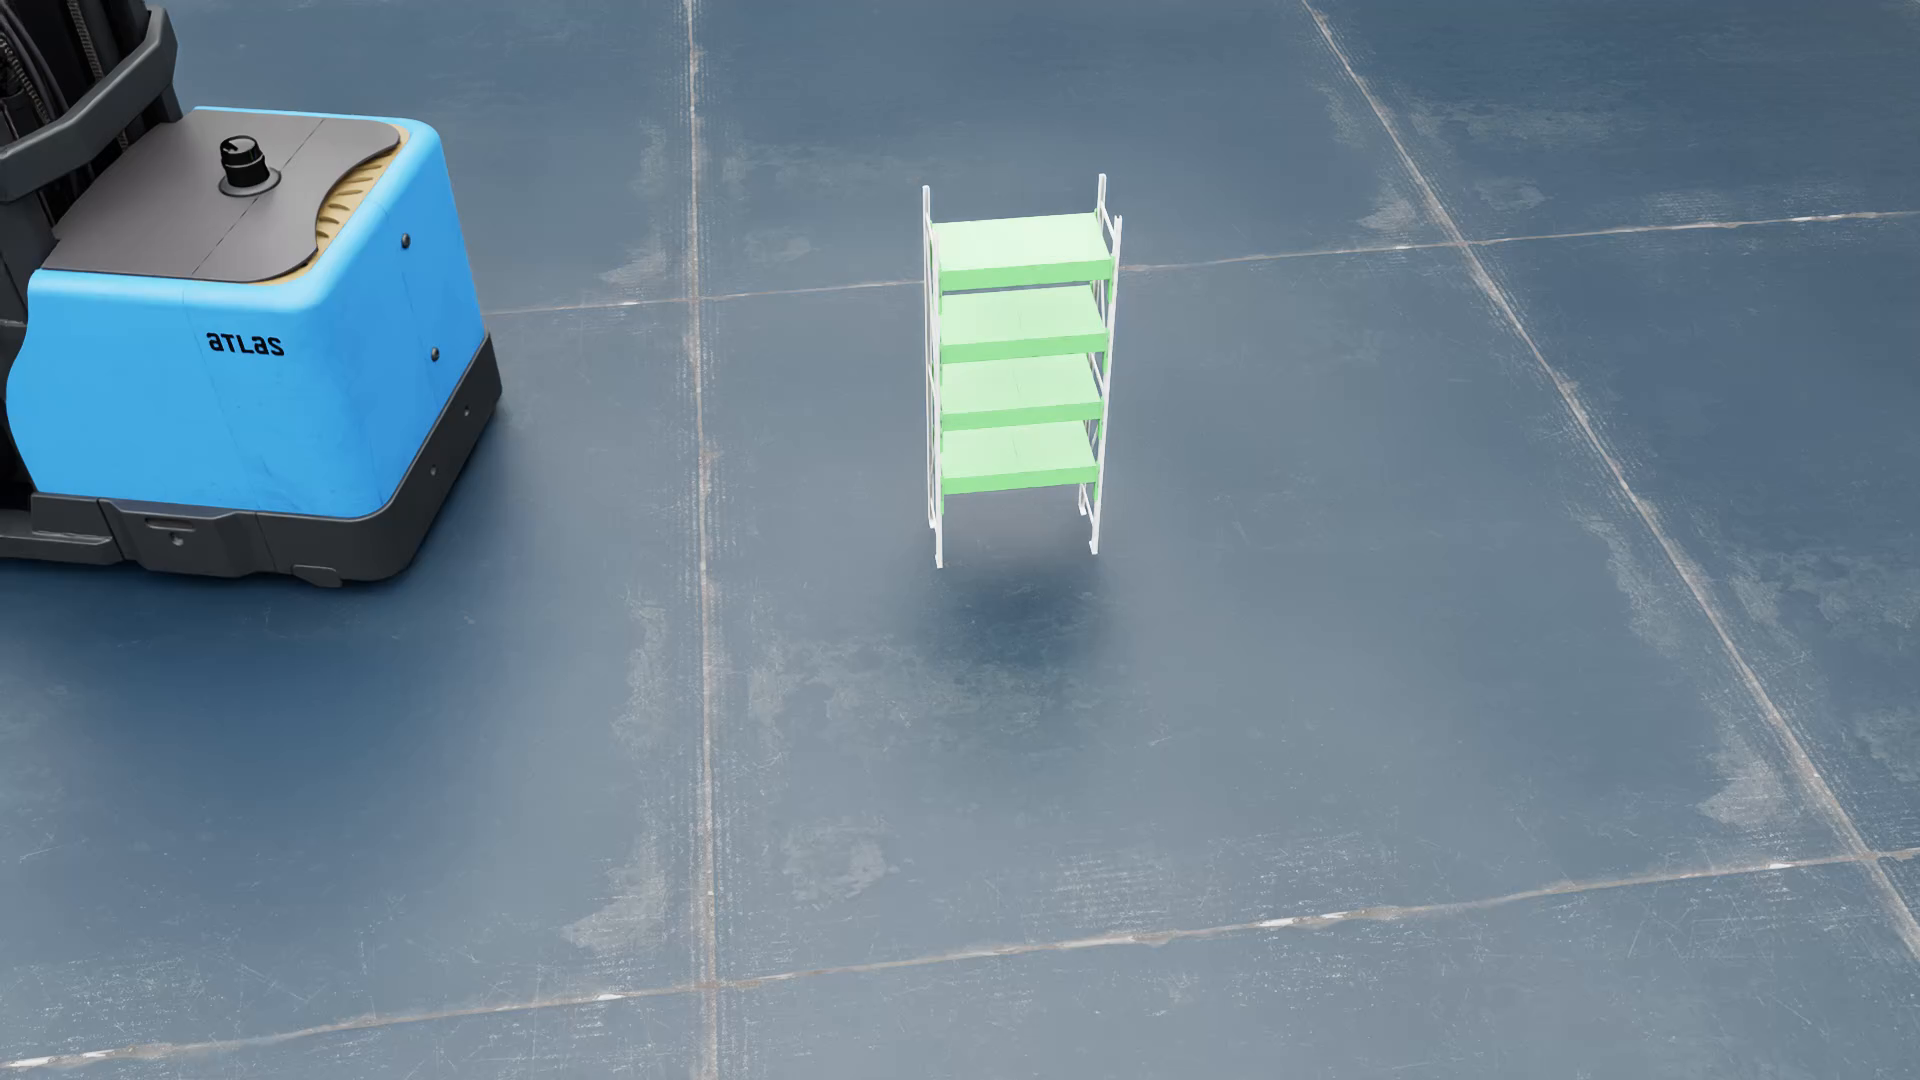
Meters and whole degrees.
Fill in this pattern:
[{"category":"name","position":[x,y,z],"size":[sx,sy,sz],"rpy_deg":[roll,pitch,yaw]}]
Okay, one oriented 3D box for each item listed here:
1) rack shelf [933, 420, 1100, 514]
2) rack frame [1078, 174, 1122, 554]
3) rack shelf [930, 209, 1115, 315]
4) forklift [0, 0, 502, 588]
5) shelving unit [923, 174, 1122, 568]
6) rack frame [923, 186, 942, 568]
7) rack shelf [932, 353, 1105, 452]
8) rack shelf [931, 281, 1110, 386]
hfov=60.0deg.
[{"category":"rack shelf","position":[0.164,-0.234,5.068],"size":[0.480,0.148,0.258],"rpy_deg":[-5,42,-6]},{"category":"rack frame","position":[0.406,-0.481,4.888],"size":[0.015,1.200,0.240],"rpy_deg":[-5,42,-6]},{"category":"rack shelf","position":[0.164,-0.769,4.585],"size":[0.480,0.148,0.258],"rpy_deg":[-5,42,-6]},{"category":"forklift","position":[-3.126,-1.377,4.589],"size":[3.031,2.935,1.130],"rpy_deg":[5,42,5]},{"category":"shelving unit","position":[0.164,-0.460,4.864],"size":[0.503,1.200,0.258],"rpy_deg":[-5,42,-6]},{"category":"rack frame","position":[-0.078,-0.439,4.841],"size":[0.015,1.200,0.240],"rpy_deg":[-5,42,-6]},{"category":"rack shelf","position":[0.164,-0.412,4.907],"size":[0.480,0.148,0.258],"rpy_deg":[-5,42,-6]},{"category":"rack shelf","position":[0.164,-0.591,4.746],"size":[0.480,0.148,0.258],"rpy_deg":[-5,42,-6]}]
